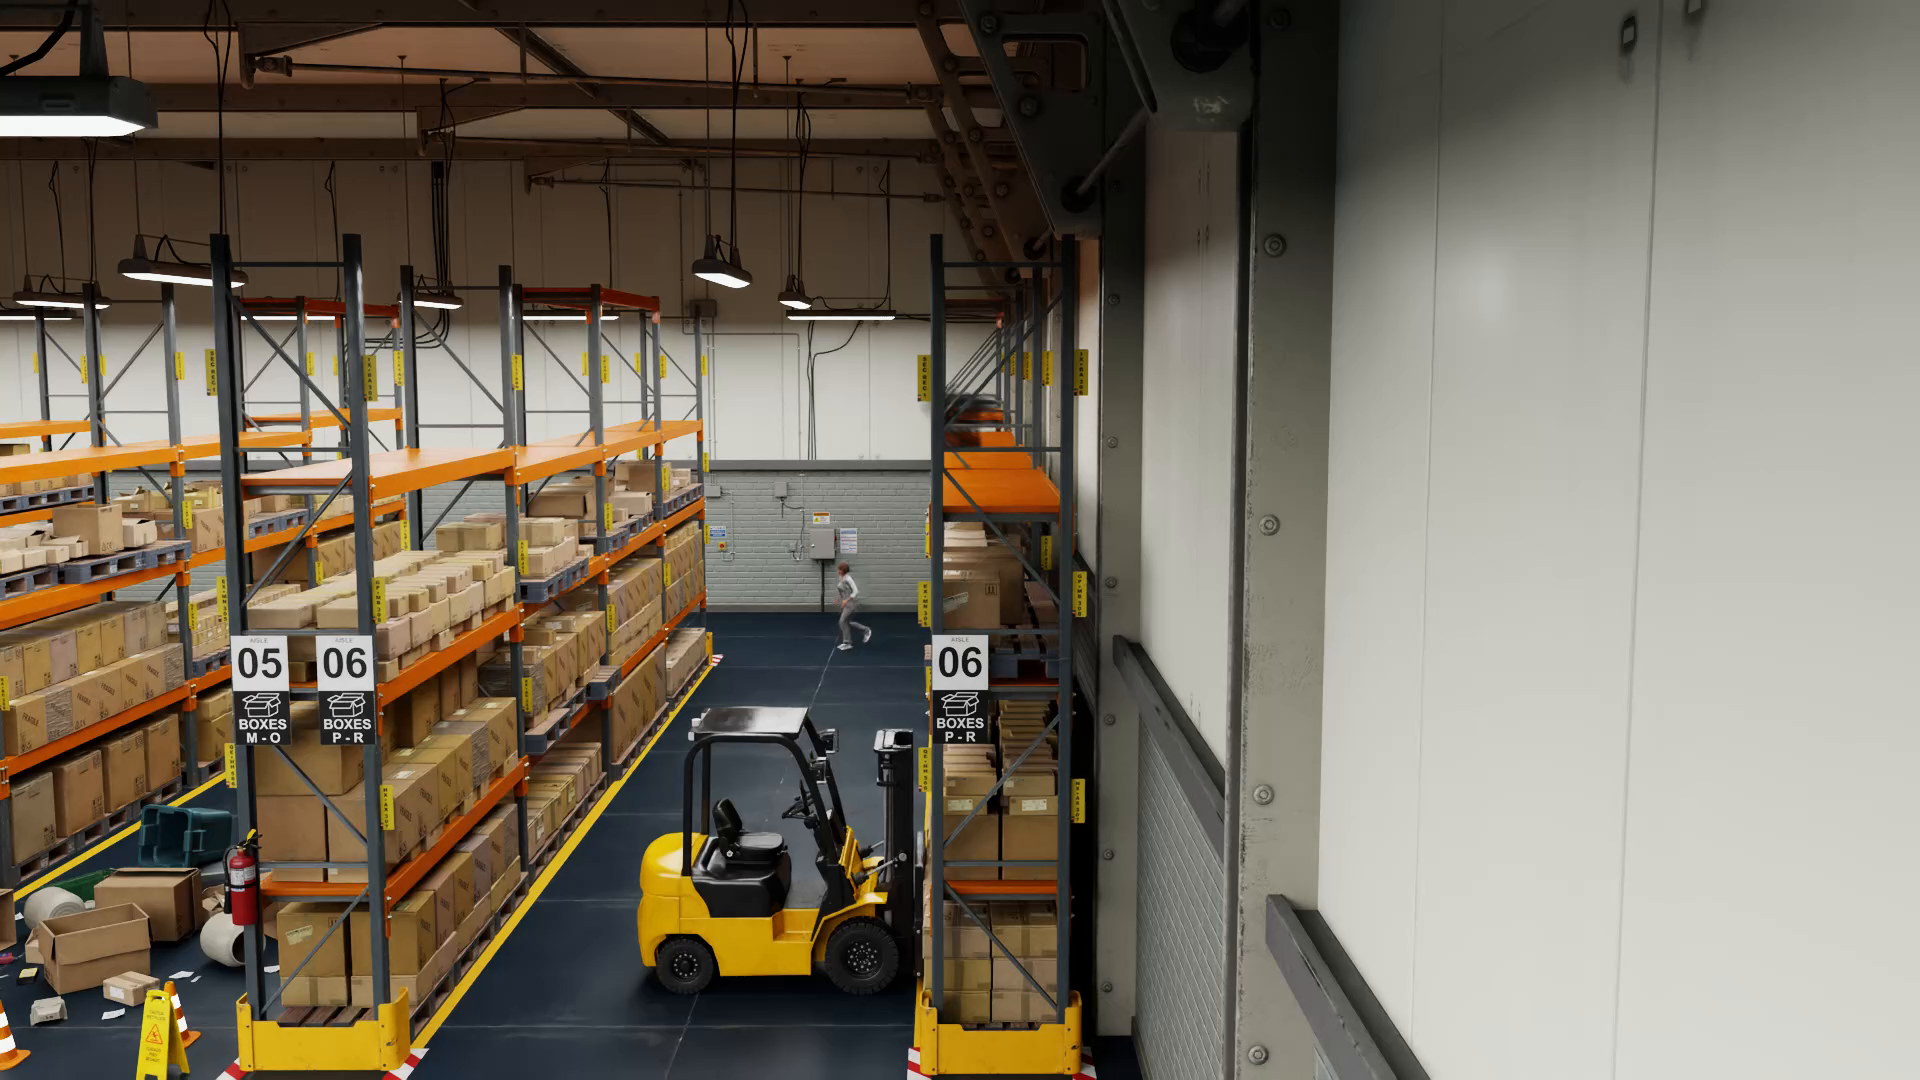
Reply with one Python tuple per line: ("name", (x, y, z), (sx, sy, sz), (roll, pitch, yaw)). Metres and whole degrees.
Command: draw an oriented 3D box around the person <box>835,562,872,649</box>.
("person", (-1.878, 1.161, 29.482), (0.672, 1.538, 0.543), (-2, 7, -17))
